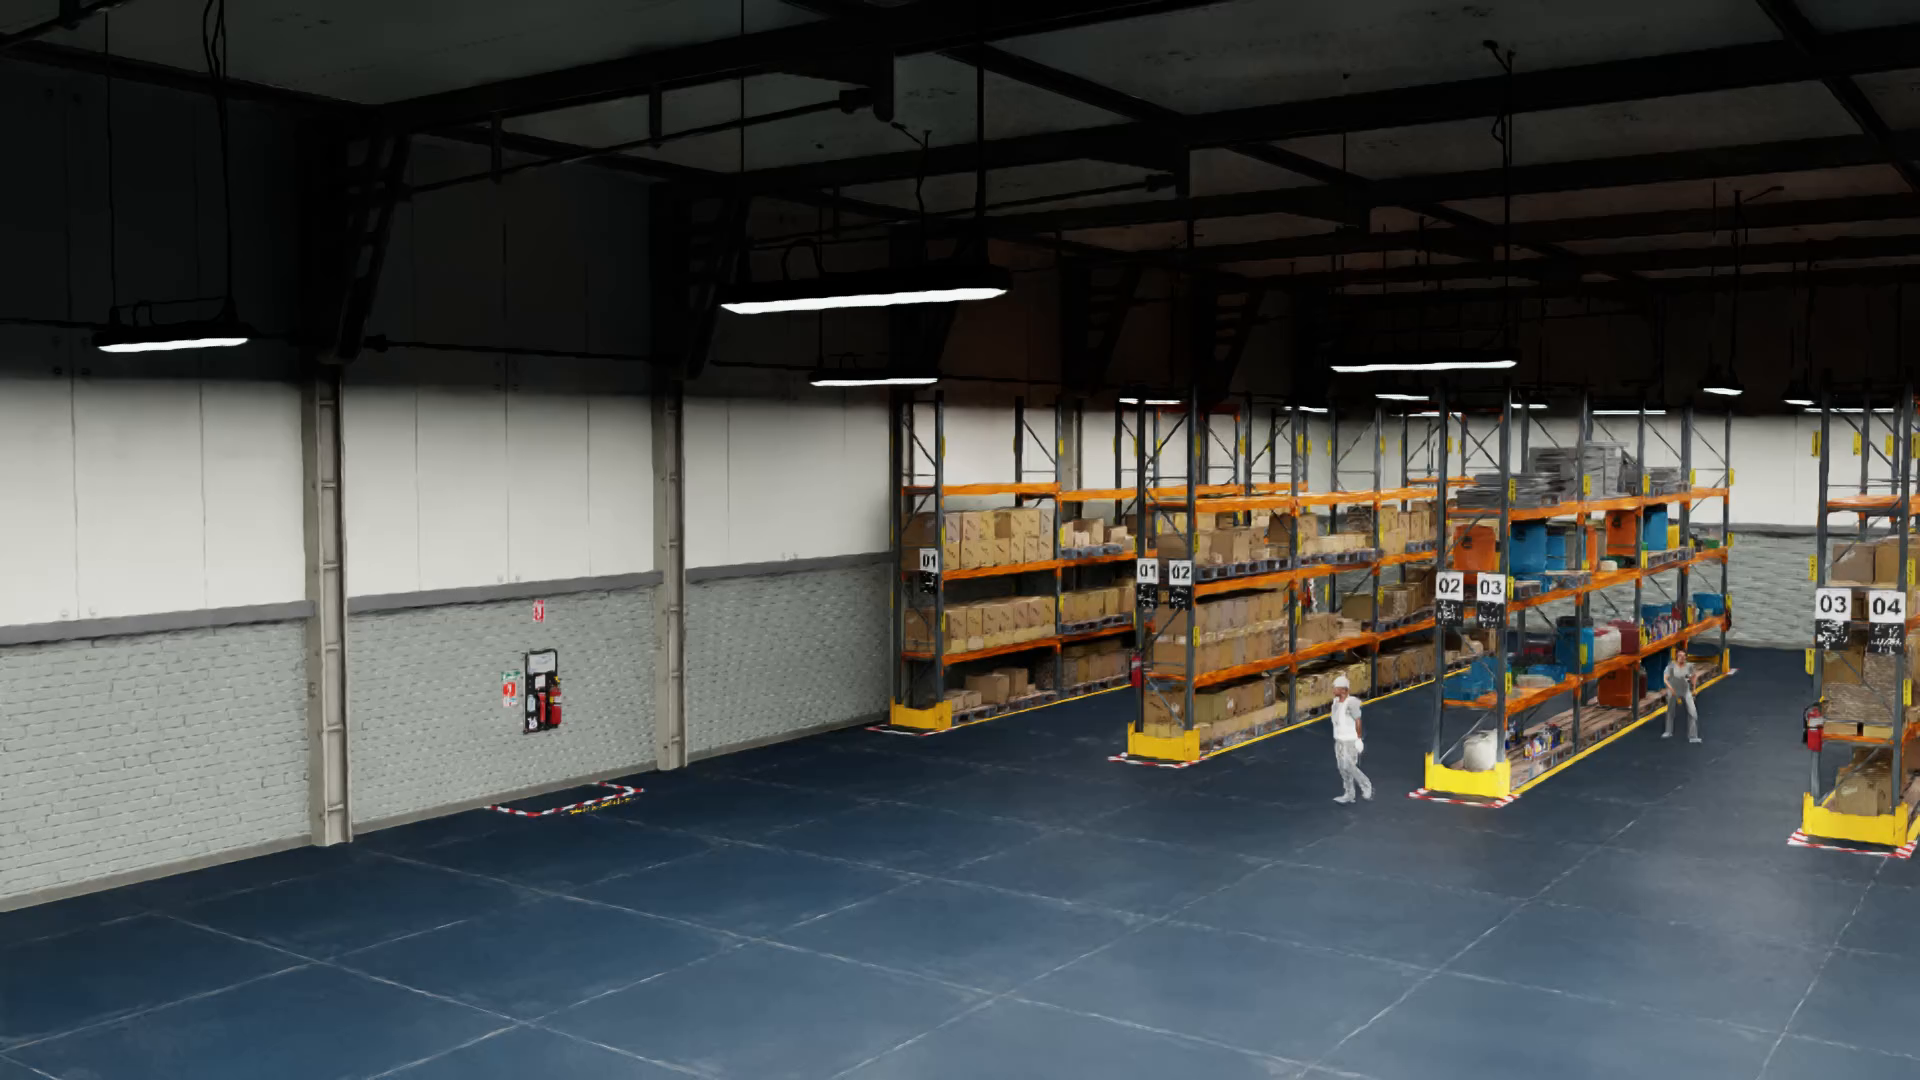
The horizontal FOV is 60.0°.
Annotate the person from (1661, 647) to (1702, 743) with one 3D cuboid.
[{"bbox_3d":[12.249,2.600,28.244,0.609,1.604,0.814,1,3,19],"label":"person"}]

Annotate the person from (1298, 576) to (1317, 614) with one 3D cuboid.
[{"bbox_3d":[9.203,1.631,43.883,0.711,1.780,0.533,-1,3,-17],"label":"person"}]

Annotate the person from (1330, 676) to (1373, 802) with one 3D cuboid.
[{"bbox_3d":[5.495,2.802,23.388,0.571,1.777,0.598,-1,3,-19],"label":"person"}]
